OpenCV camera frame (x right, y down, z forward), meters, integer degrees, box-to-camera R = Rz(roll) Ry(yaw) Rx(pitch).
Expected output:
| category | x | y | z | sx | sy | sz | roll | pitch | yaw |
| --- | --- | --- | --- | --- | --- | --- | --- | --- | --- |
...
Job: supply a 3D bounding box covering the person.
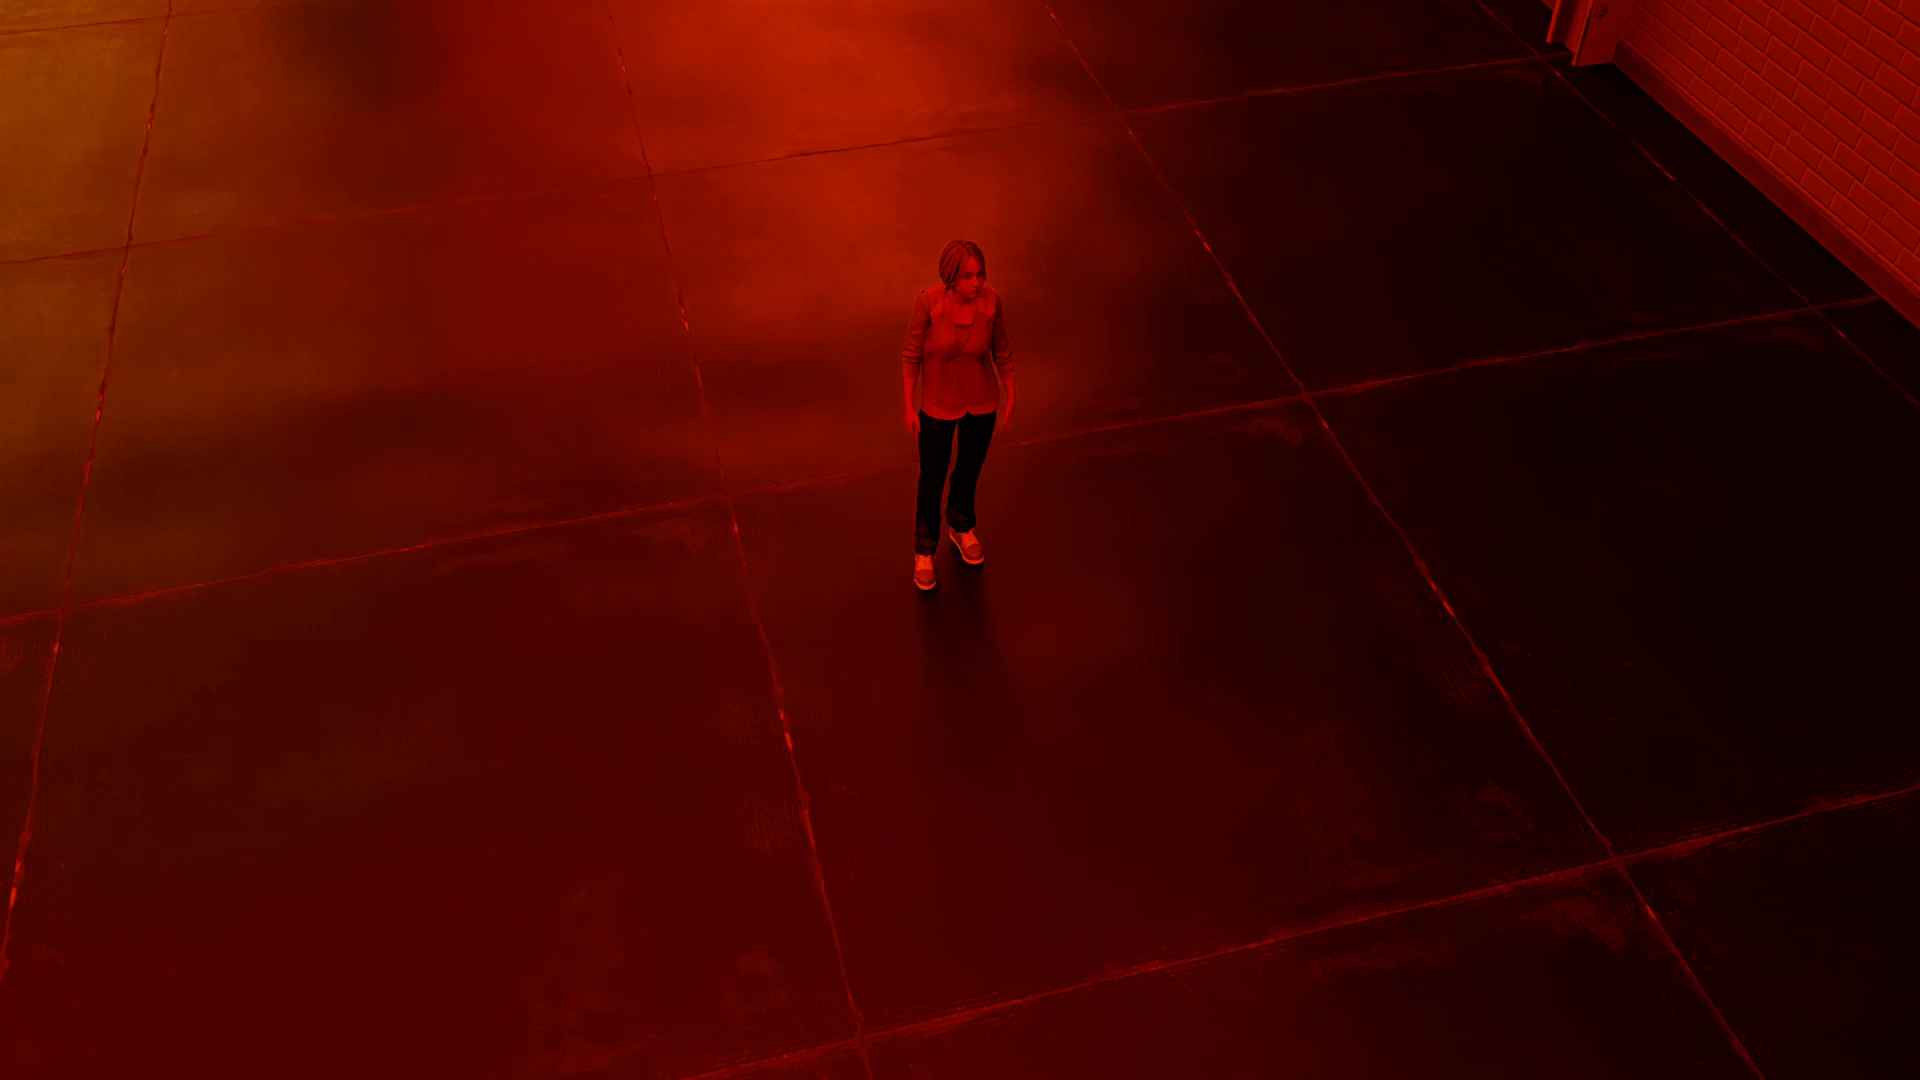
| category | x | y | z | sx | sy | sz | roll | pitch | yaw |
| --- | --- | --- | --- | --- | --- | --- | --- | --- | --- |
| person | 0.005 | -0.534 | 7.171 | 0.520 | 1.597 | 0.476 | -10 | 44 | -11 |
